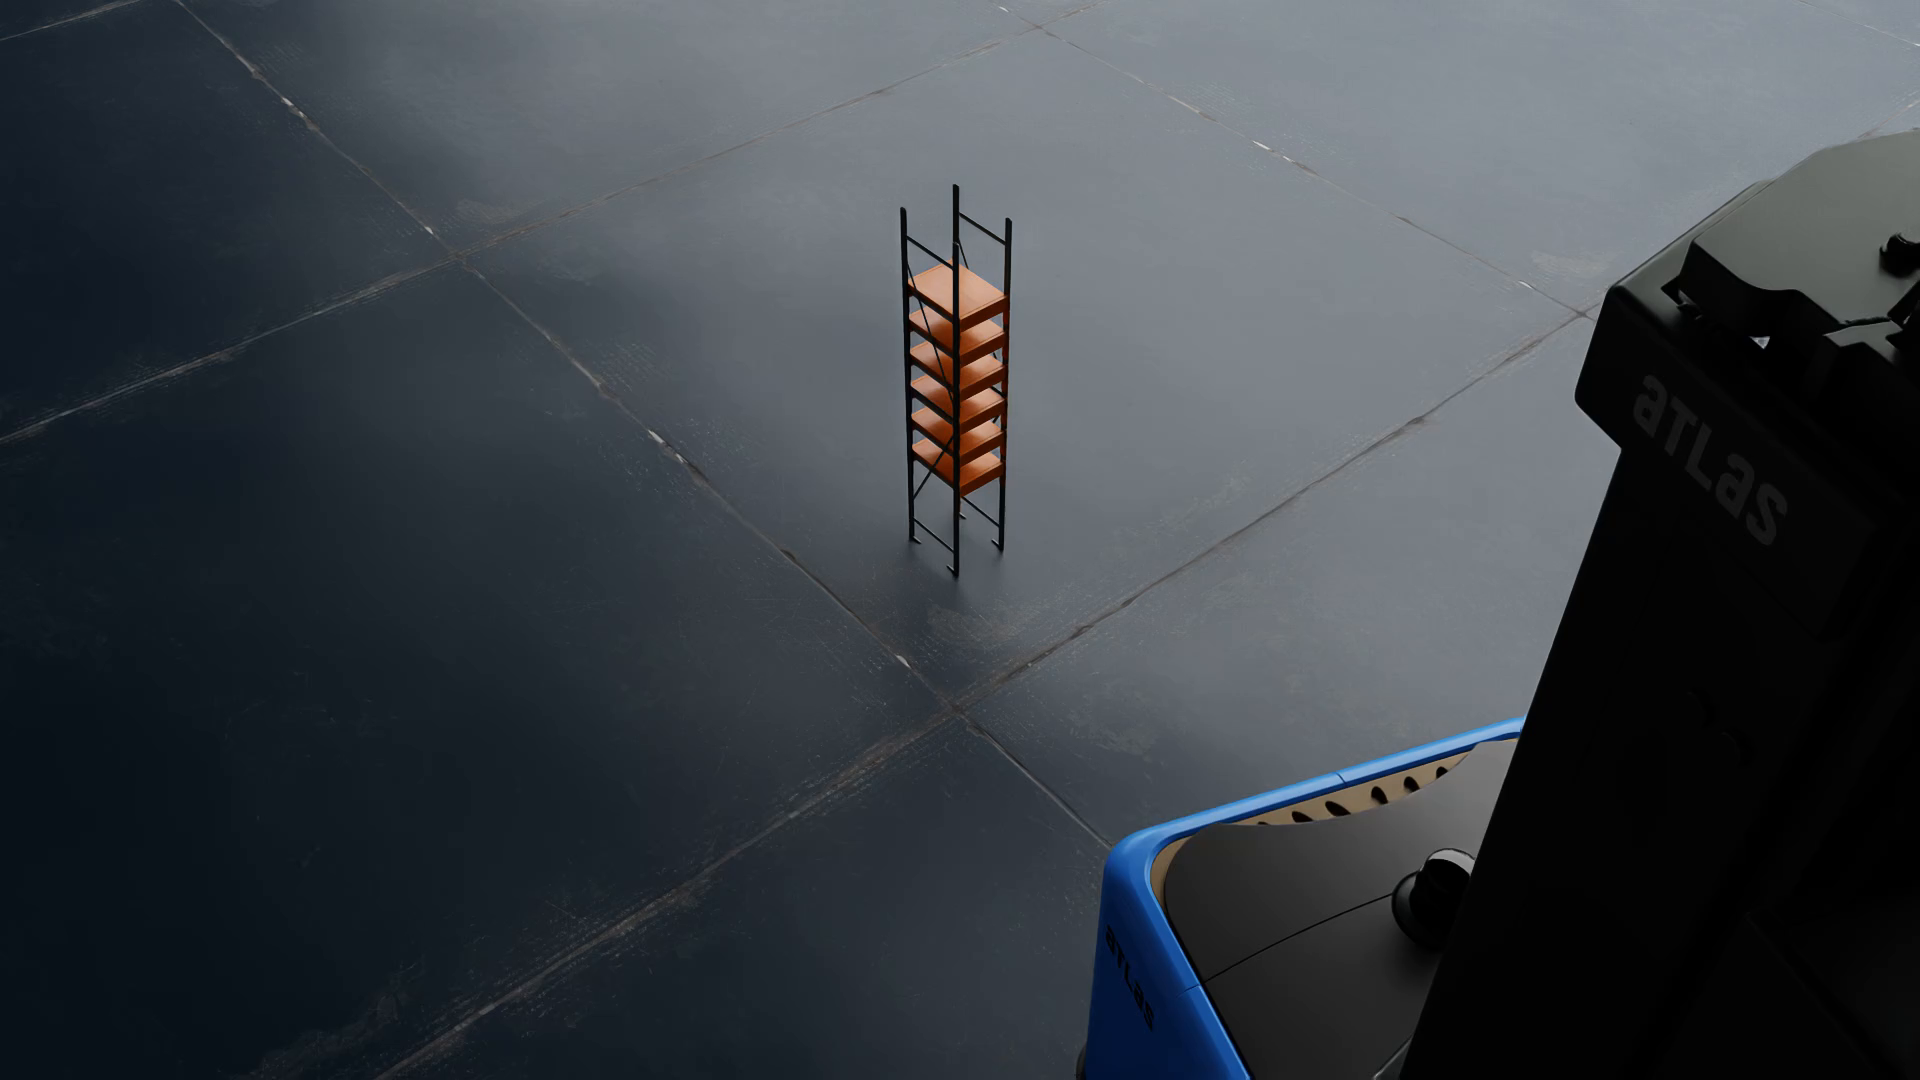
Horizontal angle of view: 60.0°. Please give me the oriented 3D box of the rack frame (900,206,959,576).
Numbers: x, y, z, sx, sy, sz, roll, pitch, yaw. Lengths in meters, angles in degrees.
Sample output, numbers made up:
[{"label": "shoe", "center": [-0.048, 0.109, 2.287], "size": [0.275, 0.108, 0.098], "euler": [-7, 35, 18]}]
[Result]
[{"label": "rack frame", "center": [-0.081, -0.391, 4.790], "size": [0.006, 1.200, 0.240], "euler": [-30, 51, -28]}]

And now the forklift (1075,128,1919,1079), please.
[{"label": "forklift", "center": [1.228, 1.112, 1.925], "size": [1.130, 2.935, 3.031], "euler": [-14, 45, -14]}]

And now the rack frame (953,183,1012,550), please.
[{"label": "rack frame", "center": [0.059, -0.471, 4.875], "size": [0.006, 1.200, 0.240], "euler": [-30, 51, -28]}]

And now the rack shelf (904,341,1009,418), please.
[{"label": "rack shelf", "center": [-0.011, -0.486, 4.781], "size": [0.180, 0.103, 0.258], "euler": [-30, 51, -28]}]

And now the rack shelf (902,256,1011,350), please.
[{"label": "rack shelf", "center": [-0.011, -0.661, 4.616], "size": [0.180, 0.103, 0.258], "euler": [-30, 51, -28]}]

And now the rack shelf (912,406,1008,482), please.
[{"label": "rack shelf", "center": [-0.011, -0.311, 4.945], "size": [0.180, 0.103, 0.258], "euler": [-30, 51, -28]}]

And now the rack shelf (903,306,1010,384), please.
[{"label": "rack shelf", "center": [-0.011, -0.574, 4.699], "size": [0.180, 0.103, 0.258], "euler": [-30, 51, -28]}]

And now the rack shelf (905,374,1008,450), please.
[{"label": "rack shelf", "center": [-0.011, -0.399, 4.863], "size": [0.180, 0.103, 0.258], "euler": [-30, 51, -28]}]

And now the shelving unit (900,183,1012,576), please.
[{"label": "shelving unit", "center": [-0.011, -0.431, 4.832], "size": [0.189, 1.200, 0.258], "euler": [-30, 51, -28]}]

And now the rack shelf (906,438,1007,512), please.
[{"label": "rack shelf", "center": [-0.011, -0.224, 5.027], "size": [0.180, 0.103, 0.258], "euler": [-30, 51, -28]}]
